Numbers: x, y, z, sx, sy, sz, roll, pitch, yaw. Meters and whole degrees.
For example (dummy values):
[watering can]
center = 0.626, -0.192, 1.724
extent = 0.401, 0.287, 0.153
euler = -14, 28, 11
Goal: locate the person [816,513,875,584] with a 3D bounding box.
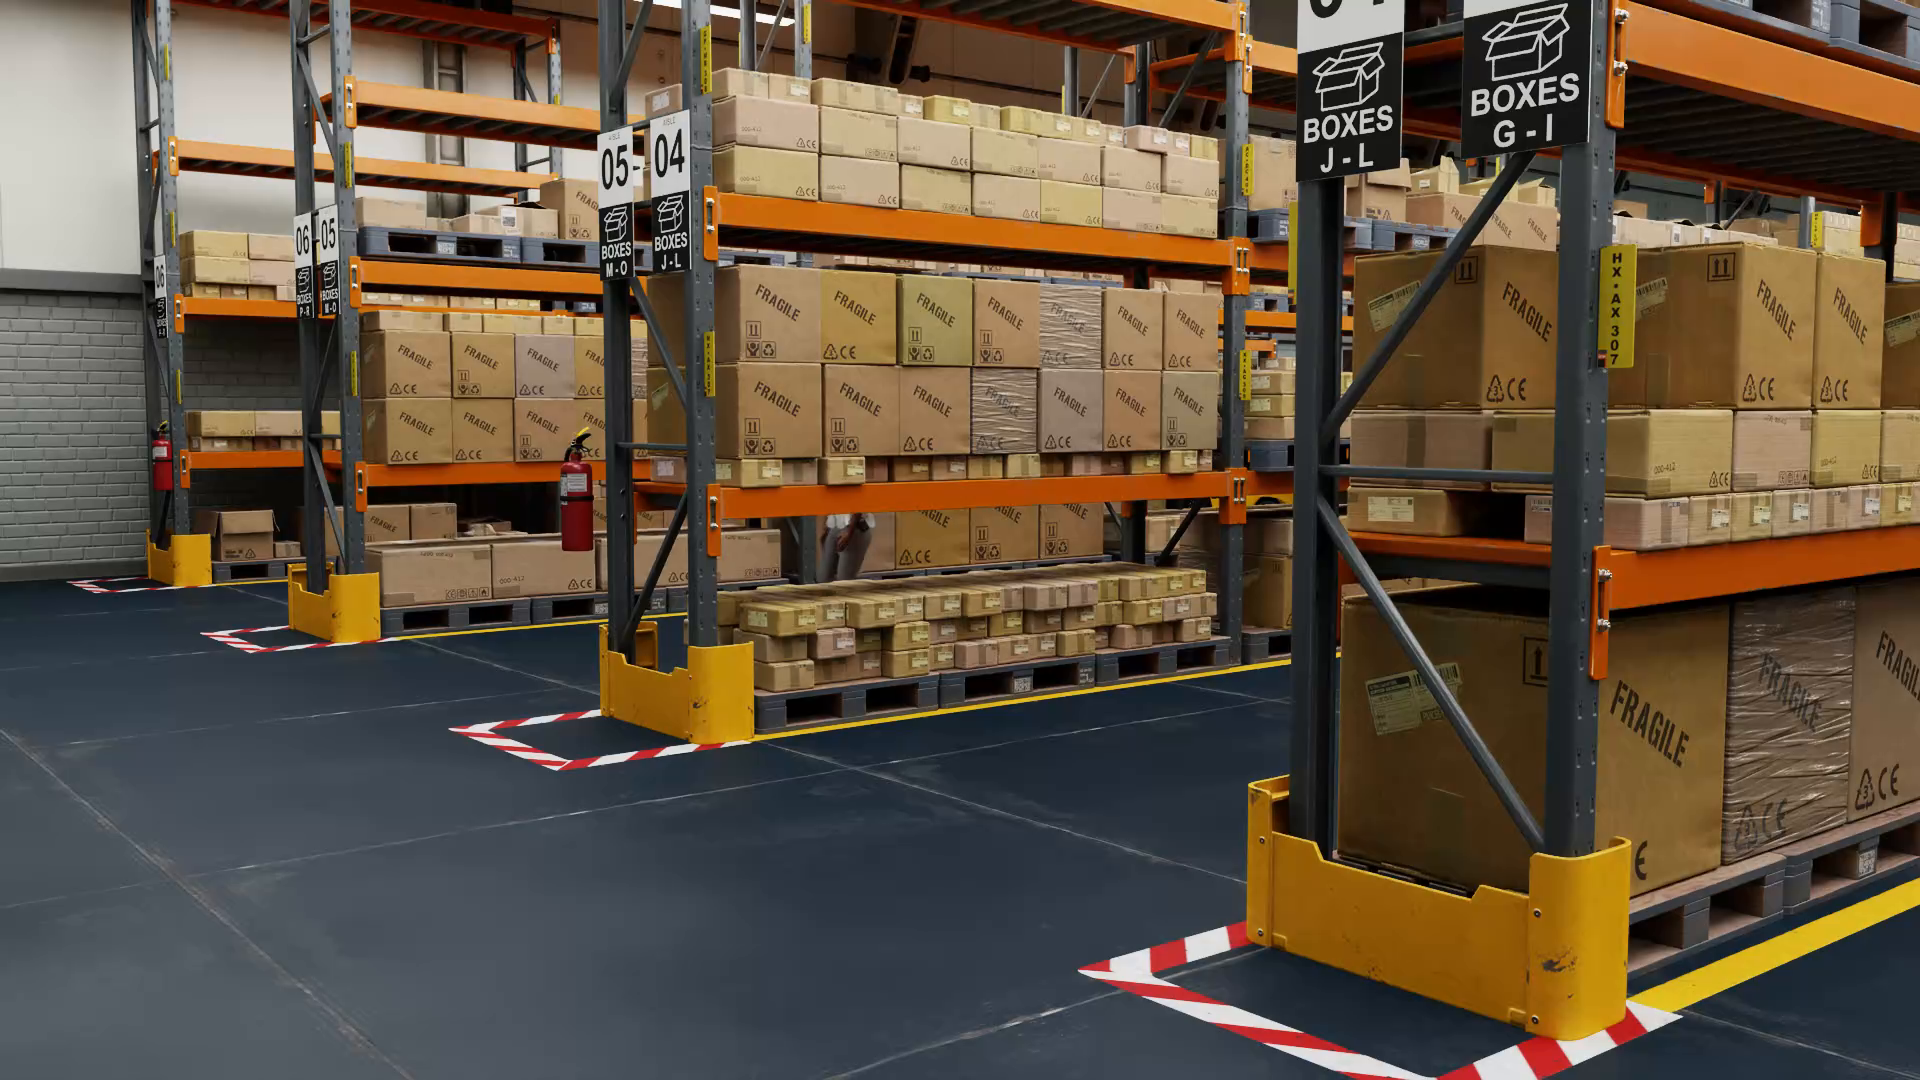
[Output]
[person]
center = -0.852, -0.046, 12.251
extent = 0.460, 1.615, 0.461
euler = -3, 6, -37
